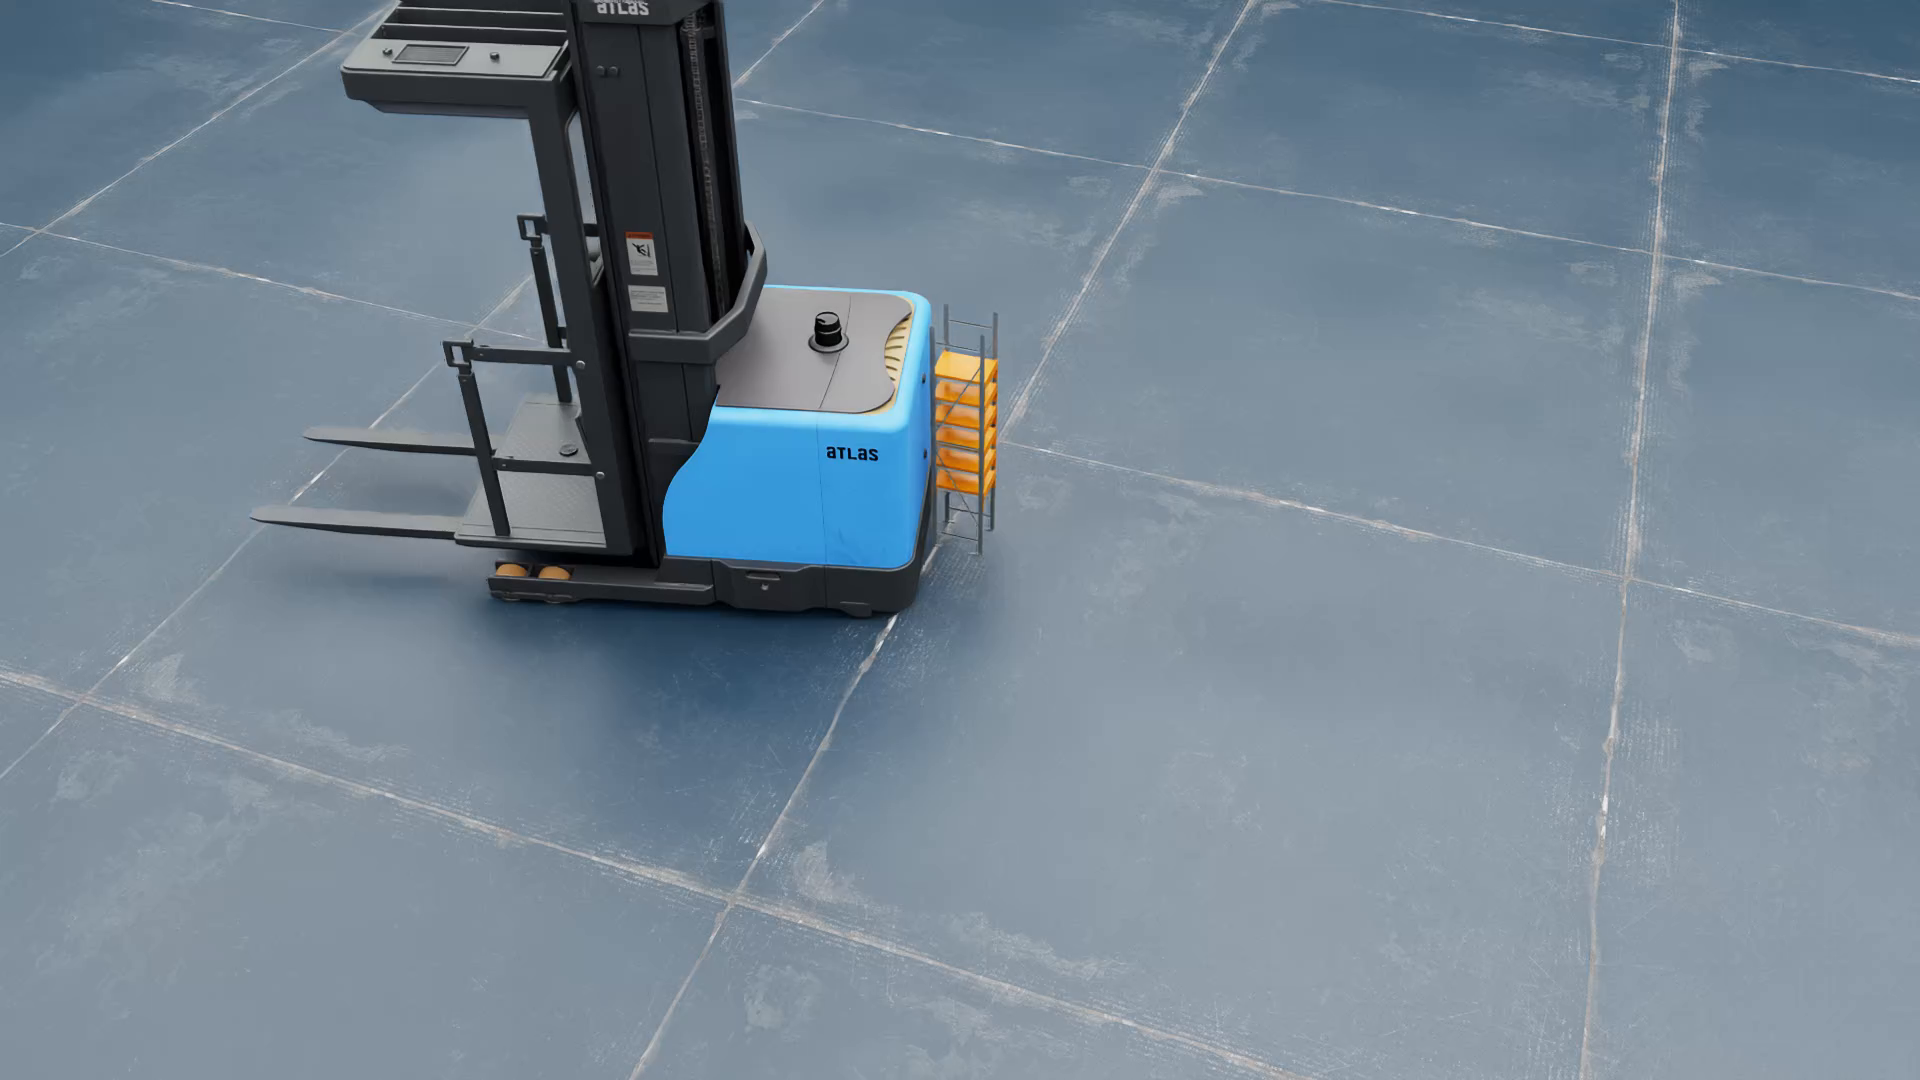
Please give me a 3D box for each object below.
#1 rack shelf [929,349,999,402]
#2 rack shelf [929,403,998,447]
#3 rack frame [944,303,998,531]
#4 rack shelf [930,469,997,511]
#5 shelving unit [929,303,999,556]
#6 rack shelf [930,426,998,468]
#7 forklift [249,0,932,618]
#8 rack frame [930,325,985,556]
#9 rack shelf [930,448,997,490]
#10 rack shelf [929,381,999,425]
[{"bbox_3d":[0.017,-0.706,7.120,0.258,0.103,0.180,12,42,14],"label":"rack shelf"},{"bbox_3d":[0.017,-0.523,7.276,0.258,0.103,0.180,12,42,14],"label":"rack shelf"},{"bbox_3d":[0.046,-0.522,7.391,0.240,1.200,0.006,12,42,14],"label":"rack frame"},{"bbox_3d":[0.017,-0.249,7.510,0.258,0.103,0.180,12,42,14],"label":"rack shelf"},{"bbox_3d":[0.017,-0.466,7.325,0.258,1.200,0.189,12,42,14],"label":"shelving unit"},{"bbox_3d":[0.017,-0.432,7.354,0.258,0.103,0.180,12,42,14],"label":"rack shelf"},{"bbox_3d":[-1.662,-1.171,6.818,3.031,2.935,1.130,3,41,4],"label":"forklift"},{"bbox_3d":[-0.011,-0.409,7.259,0.240,1.200,0.006,12,42,14],"label":"rack frame"},{"bbox_3d":[0.017,-0.340,7.432,0.258,0.103,0.180,12,42,14],"label":"rack shelf"},{"bbox_3d":[0.017,-0.614,7.198,0.258,0.103,0.180,12,42,14],"label":"rack shelf"}]
